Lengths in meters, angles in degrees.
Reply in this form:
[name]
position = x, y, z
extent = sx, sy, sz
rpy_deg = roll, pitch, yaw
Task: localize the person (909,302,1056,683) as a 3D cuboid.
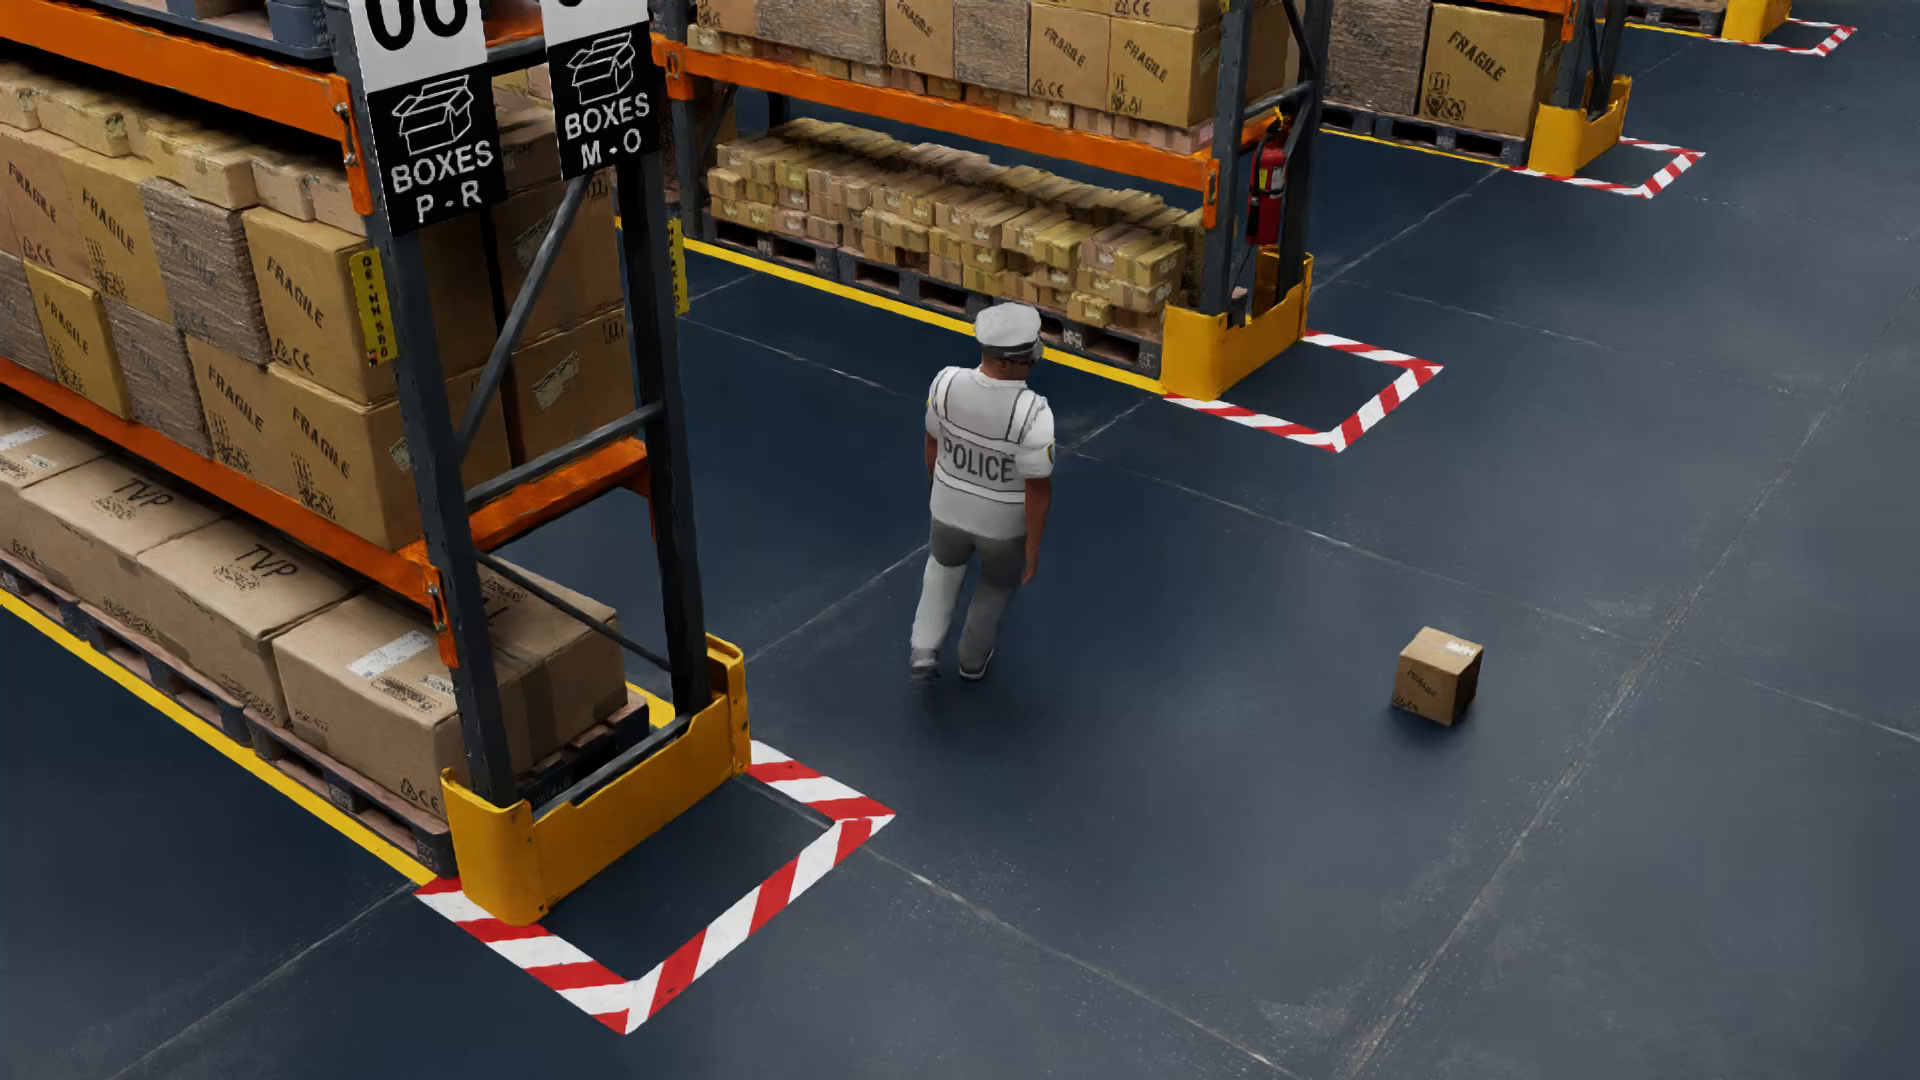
[person]
position = 0.115, -0.129, 6.378
extent = 0.590, 1.701, 0.655
rpy_deg = 12, 33, 19
